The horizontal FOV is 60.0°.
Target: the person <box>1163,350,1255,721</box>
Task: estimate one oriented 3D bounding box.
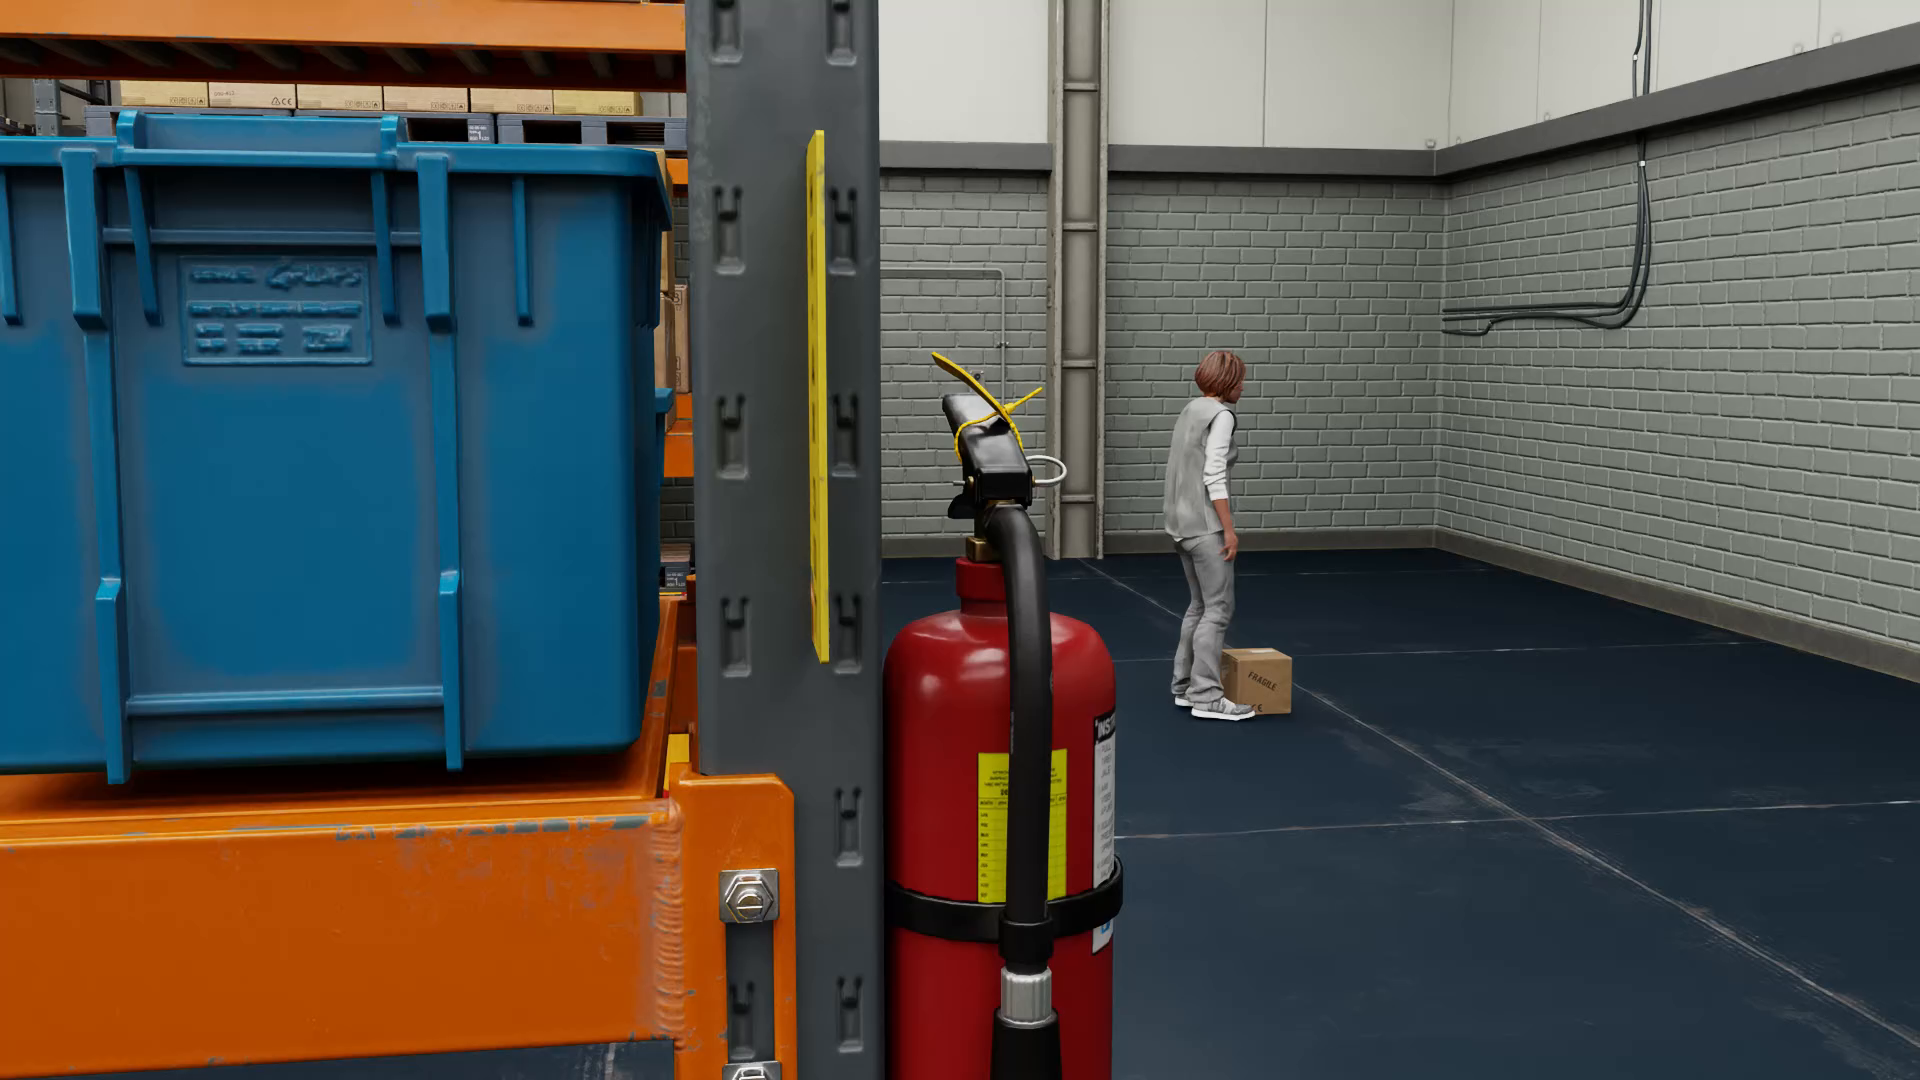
[{"bbox_3d":[1.082,-0.031,7.296,0.347,1.591,0.482,-1,7,-12],"label":"person"}]
